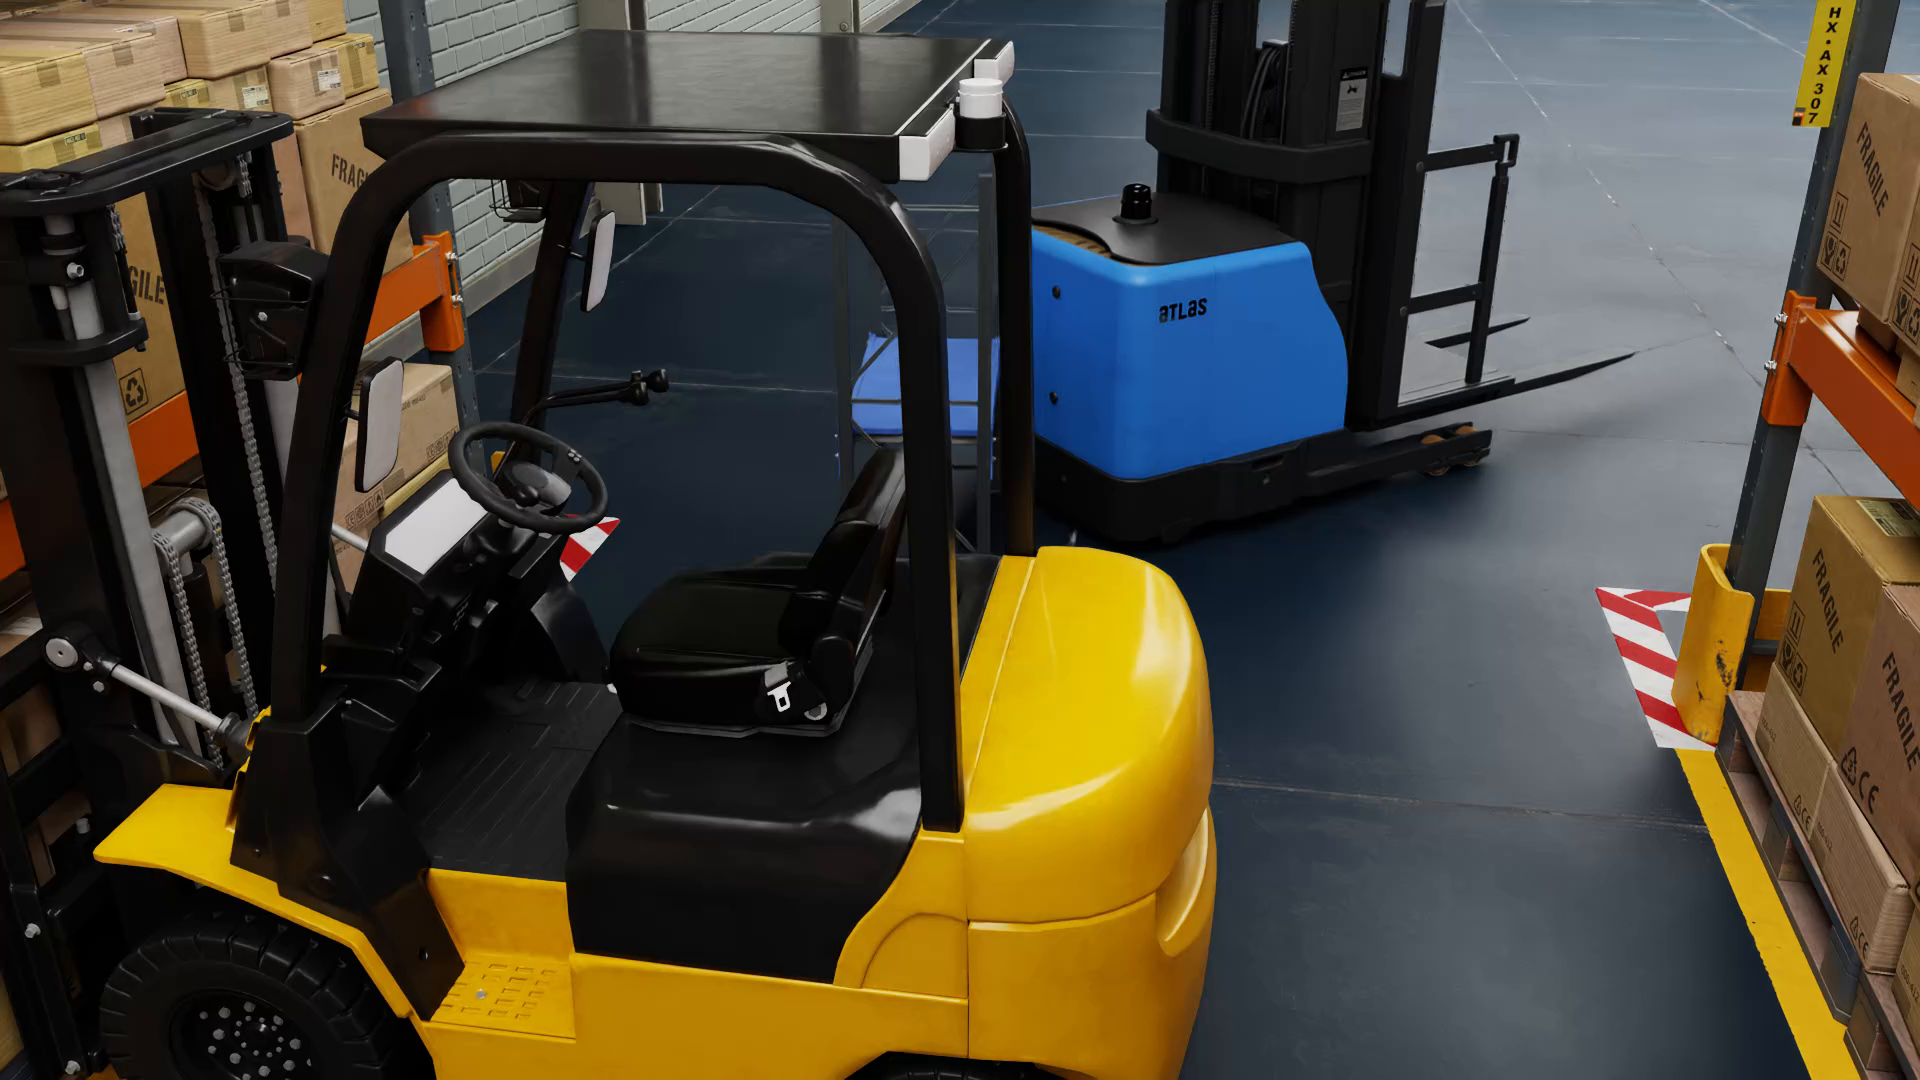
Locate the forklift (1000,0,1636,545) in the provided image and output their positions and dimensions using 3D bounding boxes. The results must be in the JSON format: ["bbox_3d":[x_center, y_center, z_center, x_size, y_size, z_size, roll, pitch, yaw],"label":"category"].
[{"bbox_3d":[1.604,-1.763,6.560,3.031,2.935,1.130,-15,29,-28],"label":"forklift"}]

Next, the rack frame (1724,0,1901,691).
[{"bbox_3d":[2.801,-0.818,4.459,1.000,3.000,0.127,4,25,9],"label":"rack frame"}]

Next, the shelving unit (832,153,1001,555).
[{"bbox_3d":[-0.121,-0.661,5.894,0.538,1.500,1.048,1,25,3],"label":"shelving unit"}]

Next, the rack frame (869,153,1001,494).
[{"bbox_3d":[-0.093,-0.876,6.353,0.500,1.500,0.032,1,25,3],"label":"rack frame"}]

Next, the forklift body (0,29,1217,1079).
[{"bbox_3d":[-0.607,0.144,3.406,2.313,2.155,1.214,4,25,9],"label":"forklift body"}]

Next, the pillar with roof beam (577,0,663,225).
[{"bbox_3d":[2.128,-5.860,8.154,9.100,9.000,0.400,4,25,9],"label":"pillar with roof beam"}]

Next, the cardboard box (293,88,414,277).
[{"bbox_3d":[-1.918,-0.982,4.691,0.500,0.500,0.500,3,25,7],"label":"cardboard box"}]

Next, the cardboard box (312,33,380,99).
[{"bbox_3d":[-1.877,-1.335,4.681,0.380,0.149,0.250,4,25,9],"label":"cardboard box"}]

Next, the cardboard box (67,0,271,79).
[{"bbox_3d":[-1.973,-1.253,4.155,0.380,0.149,0.250,5,25,10],"label":"cardboard box"}]

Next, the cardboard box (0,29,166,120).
[{"bbox_3d":[-2.020,-1.037,3.694,0.380,0.149,0.250,5,25,10],"label":"cardboard box"}]

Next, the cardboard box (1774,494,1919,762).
[{"bbox_3d":[2.393,0.226,4.093,0.500,0.500,0.500,3,25,7],"label":"cardboard box"}]

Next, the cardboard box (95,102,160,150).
[{"bbox_3d":[-2.041,-0.904,3.760,0.380,0.149,0.250,3,25,7],"label":"cardboard box"}]

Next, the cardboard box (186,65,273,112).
[{"bbox_3d":[-1.992,-1.122,4.225,0.380,0.149,0.250,4,25,10],"label":"cardboard box"}]

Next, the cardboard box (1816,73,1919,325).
[{"bbox_3d":[2.450,-0.819,3.993,0.500,0.500,0.500,4,25,8],"label":"cardboard box"}]

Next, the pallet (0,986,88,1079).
[{"bbox_3d":[-2.382,0.934,4.005,1.003,0.211,1.213,4,25,9],"label":"pallet"}]

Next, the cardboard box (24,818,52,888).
[{"bbox_3d":[-2.193,0.740,3.289,0.500,0.250,0.500,4,25,8],"label":"cardboard box"}]

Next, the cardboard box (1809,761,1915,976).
[{"bbox_3d":[2.305,0.768,3.818,0.500,0.250,0.500,5,26,10],"label":"cardboard box"}]

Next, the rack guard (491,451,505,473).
[{"bbox_3d":[-2.093,-0.038,5.742,1.175,0.500,0.348,4,25,9],"label":"rack guard"}]

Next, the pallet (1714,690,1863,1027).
[{"bbox_3d":[2.621,0.814,4.262,1.003,0.211,1.213,4,25,9],"label":"pallet"}]

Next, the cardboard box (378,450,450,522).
[{"bbox_3d":[-1.868,-0.106,5.097,0.500,0.250,0.500,4,25,8],"label":"cardboard box"}]

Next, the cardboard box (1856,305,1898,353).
[{"bbox_3d":[2.541,-0.576,4.240,0.380,0.149,0.250,4,25,9],"label":"cardboard box"}]

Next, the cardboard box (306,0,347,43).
[{"bbox_3d":[-1.948,-1.470,4.618,0.380,0.149,0.250,4,25,9],"label":"cardboard box"}]

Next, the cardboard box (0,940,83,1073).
[{"bbox_3d":[-2.209,0.959,3.411,0.500,0.250,0.500,4,25,9],"label":"cardboard box"}]

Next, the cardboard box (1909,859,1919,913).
[{"bbox_3d":[2.221,0.654,3.178,0.500,0.500,0.500,5,25,10],"label":"cardboard box"}]

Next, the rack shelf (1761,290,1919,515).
[{"bbox_3d":[2.474,0.344,2.825,1.077,0.370,4.000,4,25,9],"label":"rack shelf"}]

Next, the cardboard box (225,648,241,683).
[{"bbox_3d":[-2.024,0.320,4.186,0.500,0.250,0.500,3,25,7],"label":"cardboard box"}]

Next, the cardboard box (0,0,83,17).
[{"bbox_3d":[-2.468,-1.290,4.234,0.380,0.149,0.250,4,25,10],"label":"cardboard box"}]

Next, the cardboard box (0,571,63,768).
[{"bbox_3d":[-2.105,0.293,3.654,0.500,0.250,0.500,4,25,7],"label":"cardboard box"}]

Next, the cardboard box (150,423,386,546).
[{"bbox_3d":[-1.942,-0.130,4.558,0.500,0.250,0.500,4,25,9],"label":"cardboard box"}]

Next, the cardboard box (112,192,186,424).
[{"bbox_3d":[-2.096,-0.551,3.771,0.500,0.500,0.500,4,25,8],"label":"cardboard box"}]

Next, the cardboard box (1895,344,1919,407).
[{"bbox_3d":[2.390,-0.365,3.787,0.380,0.149,0.250,3,25,7],"label":"cardboard box"}]
